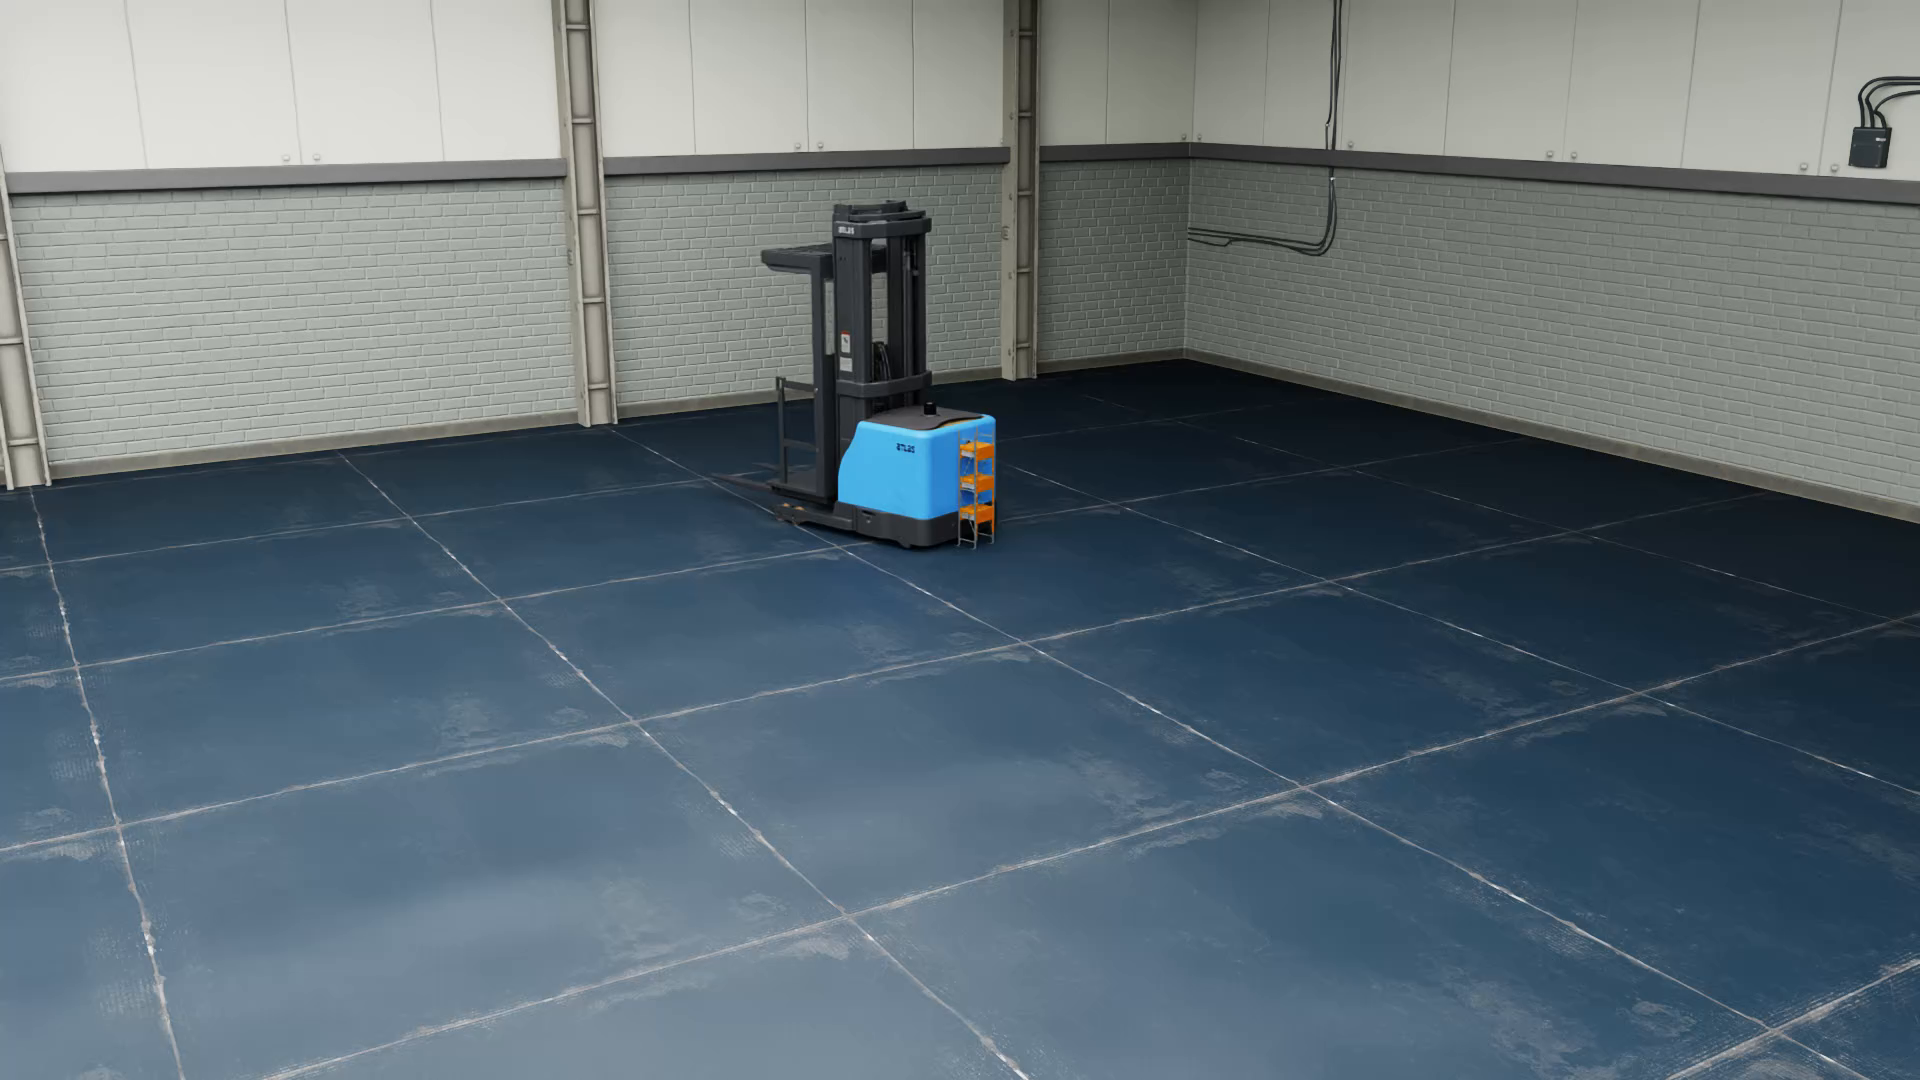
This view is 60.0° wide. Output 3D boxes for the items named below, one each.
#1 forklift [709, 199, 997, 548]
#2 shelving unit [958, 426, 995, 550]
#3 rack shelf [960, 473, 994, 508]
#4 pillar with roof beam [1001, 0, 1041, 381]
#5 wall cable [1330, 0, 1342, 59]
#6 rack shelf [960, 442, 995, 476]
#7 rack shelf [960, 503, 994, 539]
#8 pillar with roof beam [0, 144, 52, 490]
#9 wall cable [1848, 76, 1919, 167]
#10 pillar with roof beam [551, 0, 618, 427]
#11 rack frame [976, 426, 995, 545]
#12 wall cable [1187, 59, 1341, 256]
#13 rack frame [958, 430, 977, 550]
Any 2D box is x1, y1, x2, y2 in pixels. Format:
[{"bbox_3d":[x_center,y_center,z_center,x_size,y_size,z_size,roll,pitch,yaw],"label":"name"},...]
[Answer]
[{"bbox_3d":[-1.113,-1.647,15.355,3.031,2.935,1.130,13,20,39],"label":"forklift"},{"bbox_3d":[0.144,-0.457,14.595,0.215,1.050,0.252,13,20,39],"label":"shelving unit"},{"bbox_3d":[0.144,-0.447,14.598,0.215,0.259,0.240,13,20,39],"label":"rack shelf"},{"bbox_3d":[3.025,-5.572,18.114,0.400,9.000,9.100,-9,18,-30],"label":"pillar with roof beam"},{"bbox_3d":[5.408,-6.982,19.541,0.112,2.526,3.097,-9,18,-30],"label":"wall cable"},{"bbox_3d":[0.144,-0.720,14.521,0.215,0.259,0.240,13,20,39],"label":"rack shelf"},{"bbox_3d":[0.143,-0.180,14.673,0.215,0.259,0.240,13,20,39],"label":"rack shelf"},{"bbox_3d":[-7.261,-3.903,12.163,0.400,9.000,9.100,-9,18,-30],"label":"pillar with roof beam"},{"bbox_3d":[8.890,-6.110,13.734,0.169,6.003,2.305,-9,18,-30],"label":"wall cable"},{"bbox_3d":[-2.118,-4.737,15.138,0.400,9.000,9.100,-9,18,-30],"label":"pillar with roof beam"},{"bbox_3d":[0.223,-0.482,14.684,0.200,1.050,0.008,13,20,39],"label":"rack frame"},{"bbox_3d":[4.014,-5.176,22.455,0.112,2.526,3.097,-9,18,-30],"label":"wall cable"},{"bbox_3d":[0.064,-0.432,14.506,0.200,1.050,0.008,13,20,39],"label":"rack frame"}]
